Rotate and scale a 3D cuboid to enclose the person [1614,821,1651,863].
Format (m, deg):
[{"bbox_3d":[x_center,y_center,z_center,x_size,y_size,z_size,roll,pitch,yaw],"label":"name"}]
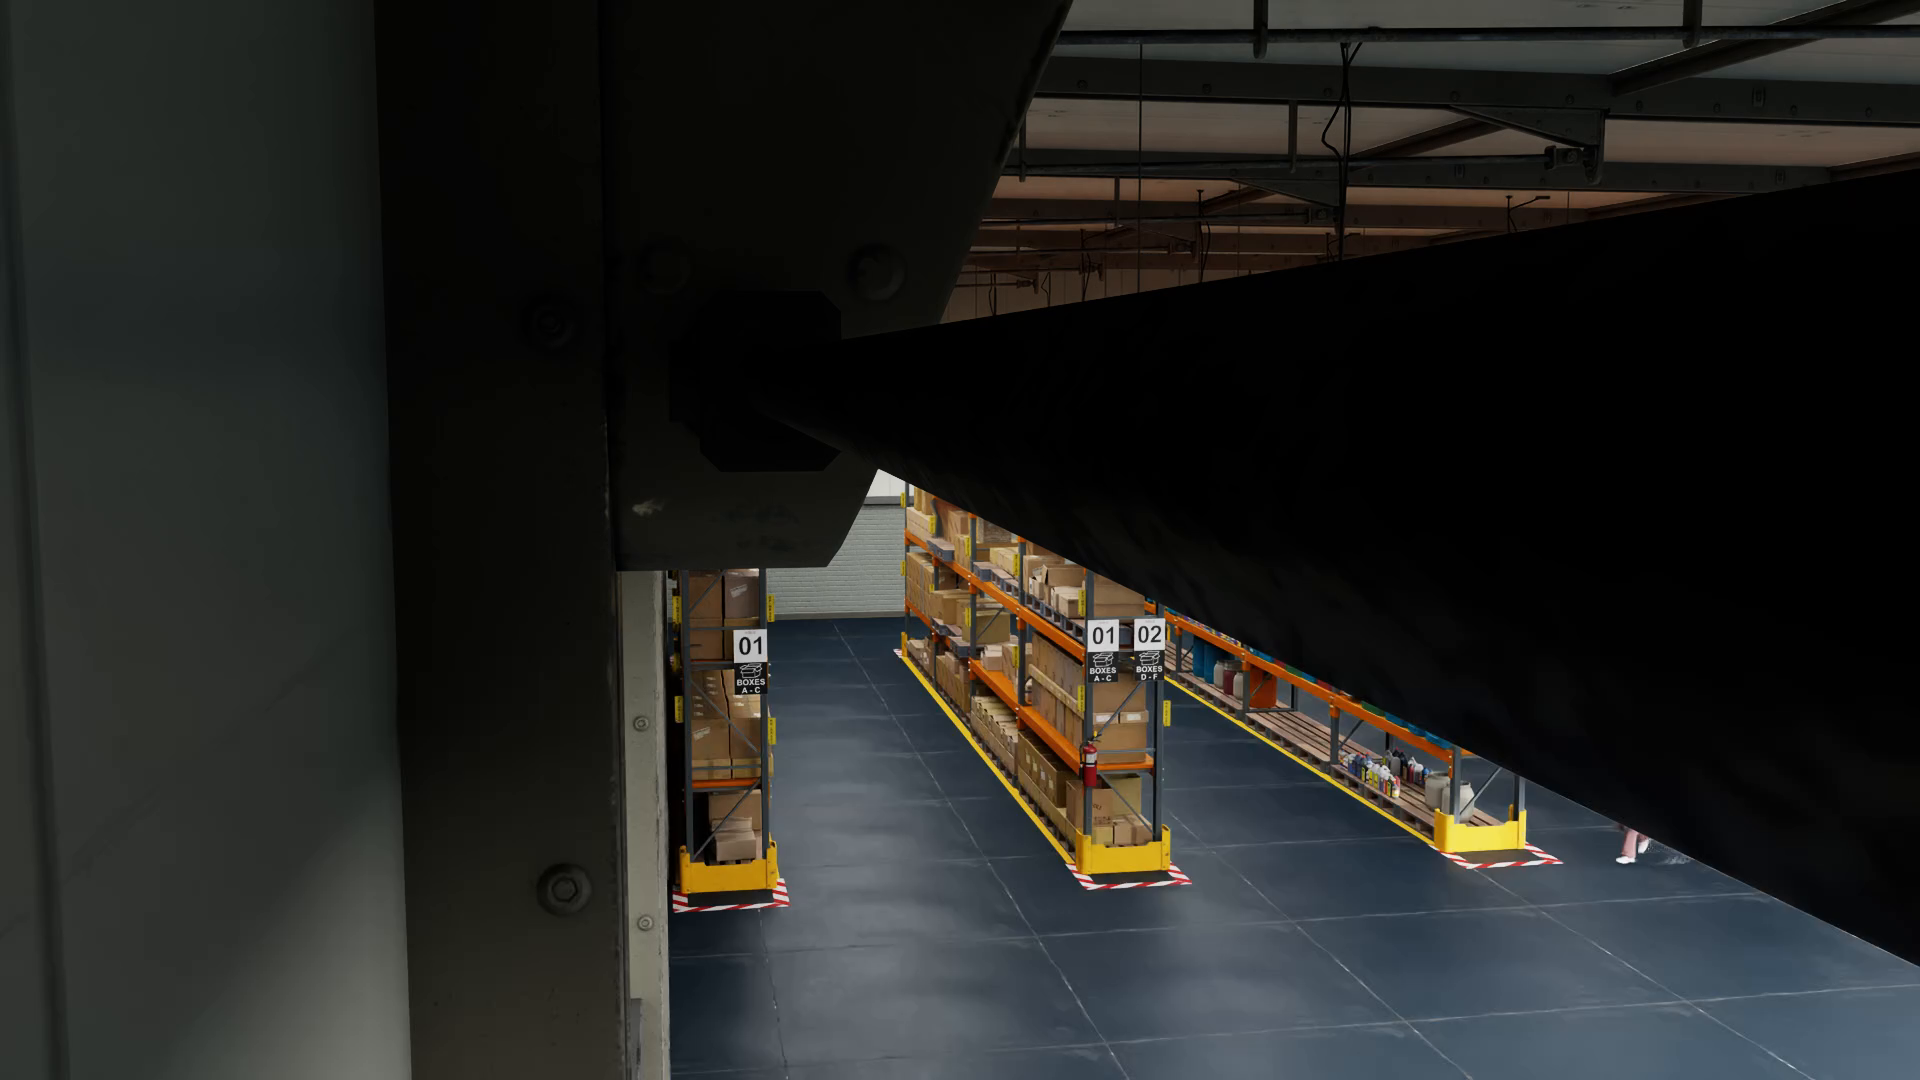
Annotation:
[{"bbox_3d":[8.665,3.292,21.241,0.650,1.656,0.435,-2,6,-21],"label":"person"}]
